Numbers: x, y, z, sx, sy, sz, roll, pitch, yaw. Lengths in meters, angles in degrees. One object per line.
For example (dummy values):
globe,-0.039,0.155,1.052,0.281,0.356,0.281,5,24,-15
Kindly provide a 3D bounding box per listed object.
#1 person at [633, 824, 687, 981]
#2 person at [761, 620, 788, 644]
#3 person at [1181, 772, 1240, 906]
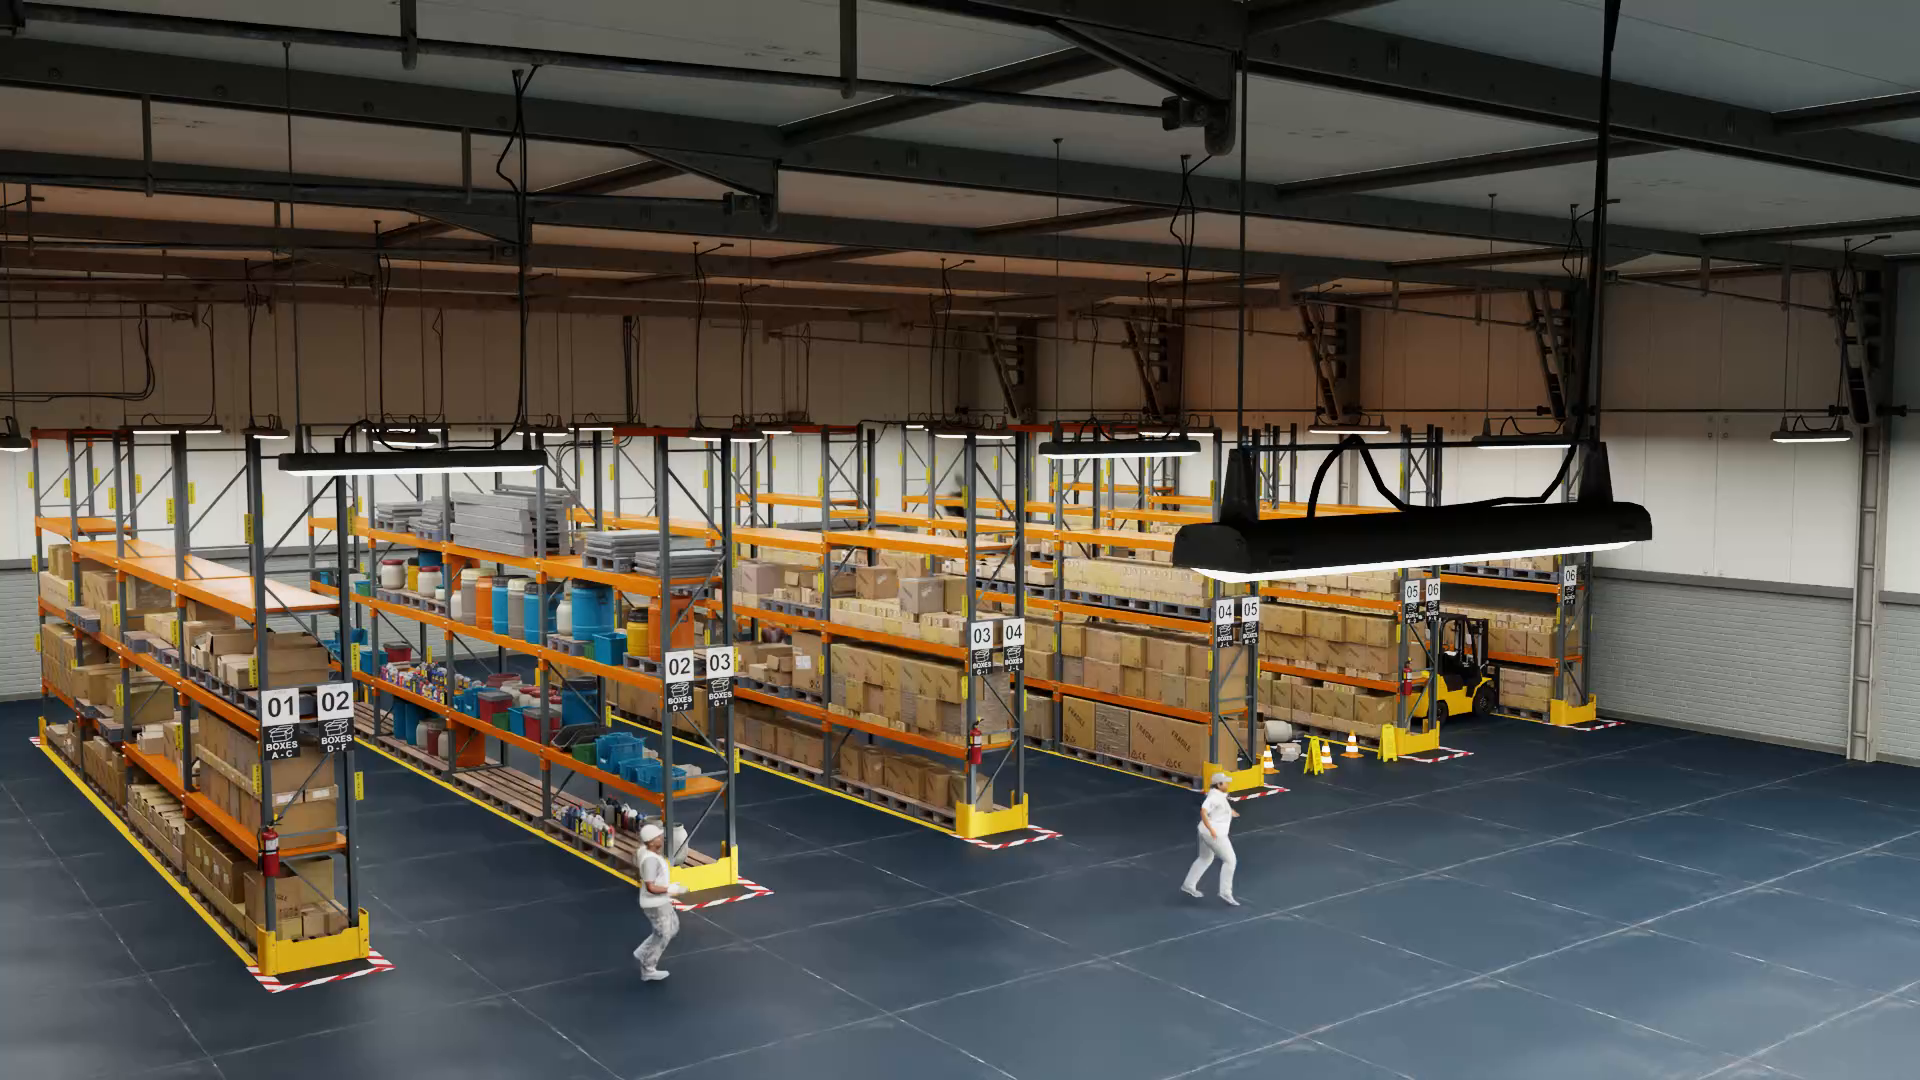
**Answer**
person,-3.334,4.005,18.447,0.595,1.736,0.671,-1,5,-12
person,-4.105,2.594,36.461,0.668,1.852,0.858,-3,5,-32
person,3.227,3.830,21.372,0.764,1.724,0.597,0,4,-4
